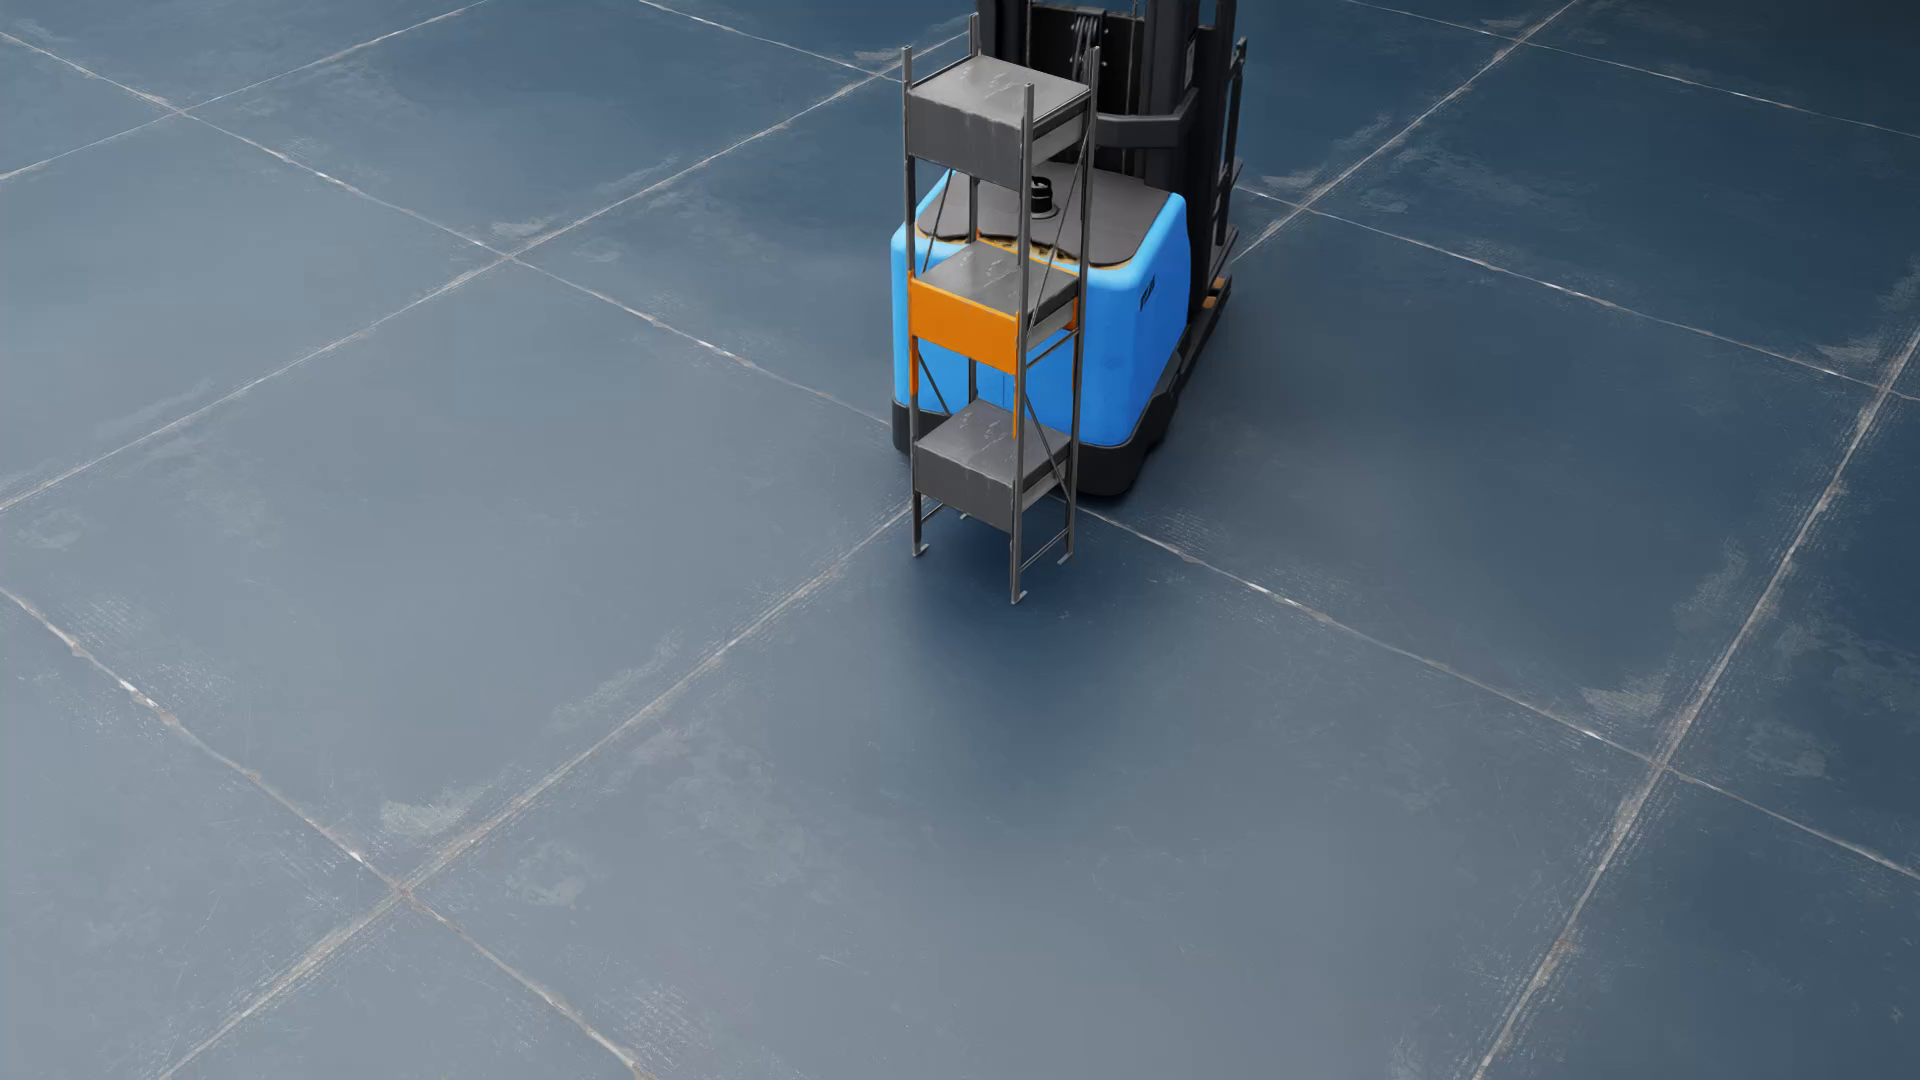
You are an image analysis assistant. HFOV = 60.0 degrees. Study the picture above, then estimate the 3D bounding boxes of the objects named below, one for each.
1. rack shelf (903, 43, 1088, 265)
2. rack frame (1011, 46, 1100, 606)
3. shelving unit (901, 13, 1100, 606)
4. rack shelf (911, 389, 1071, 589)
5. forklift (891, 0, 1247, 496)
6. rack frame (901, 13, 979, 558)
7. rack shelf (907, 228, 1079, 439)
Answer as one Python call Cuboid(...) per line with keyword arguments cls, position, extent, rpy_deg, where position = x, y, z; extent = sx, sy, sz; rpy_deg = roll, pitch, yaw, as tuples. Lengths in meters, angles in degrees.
Cuboid(cls="rack shelf", position=(0.131, -1.305, 5.600), extent=(0.480, 0.518, 0.431), rpy_deg=(25, 45, 29))
Cuboid(cls="rack frame", position=(0.325, -0.673, 5.907), extent=(0.015, 2.100, 0.400), rpy_deg=(25, 45, 29))
Cuboid(cls="shelving unit", position=(0.131, -0.765, 6.024), extent=(0.503, 2.100, 0.431), rpy_deg=(25, 45, 29))
Cuboid(cls="rack shelf", position=(0.131, -0.203, 6.463), extent=(0.480, 0.518, 0.431), rpy_deg=(25, 45, 29))
Cuboid(cls="forklift", position=(0.695, -2.248, 7.244), extent=(1.130, 2.935, 3.031), rpy_deg=(13, 40, 16))
Cuboid(cls="rack frame", position=(-0.062, -0.856, 6.140), extent=(0.015, 2.100, 0.400), rpy_deg=(25, 45, 29))
Cuboid(cls="rack shelf", position=(0.131, -0.754, 6.032), extent=(0.480, 0.518, 0.431), rpy_deg=(25, 45, 29))
